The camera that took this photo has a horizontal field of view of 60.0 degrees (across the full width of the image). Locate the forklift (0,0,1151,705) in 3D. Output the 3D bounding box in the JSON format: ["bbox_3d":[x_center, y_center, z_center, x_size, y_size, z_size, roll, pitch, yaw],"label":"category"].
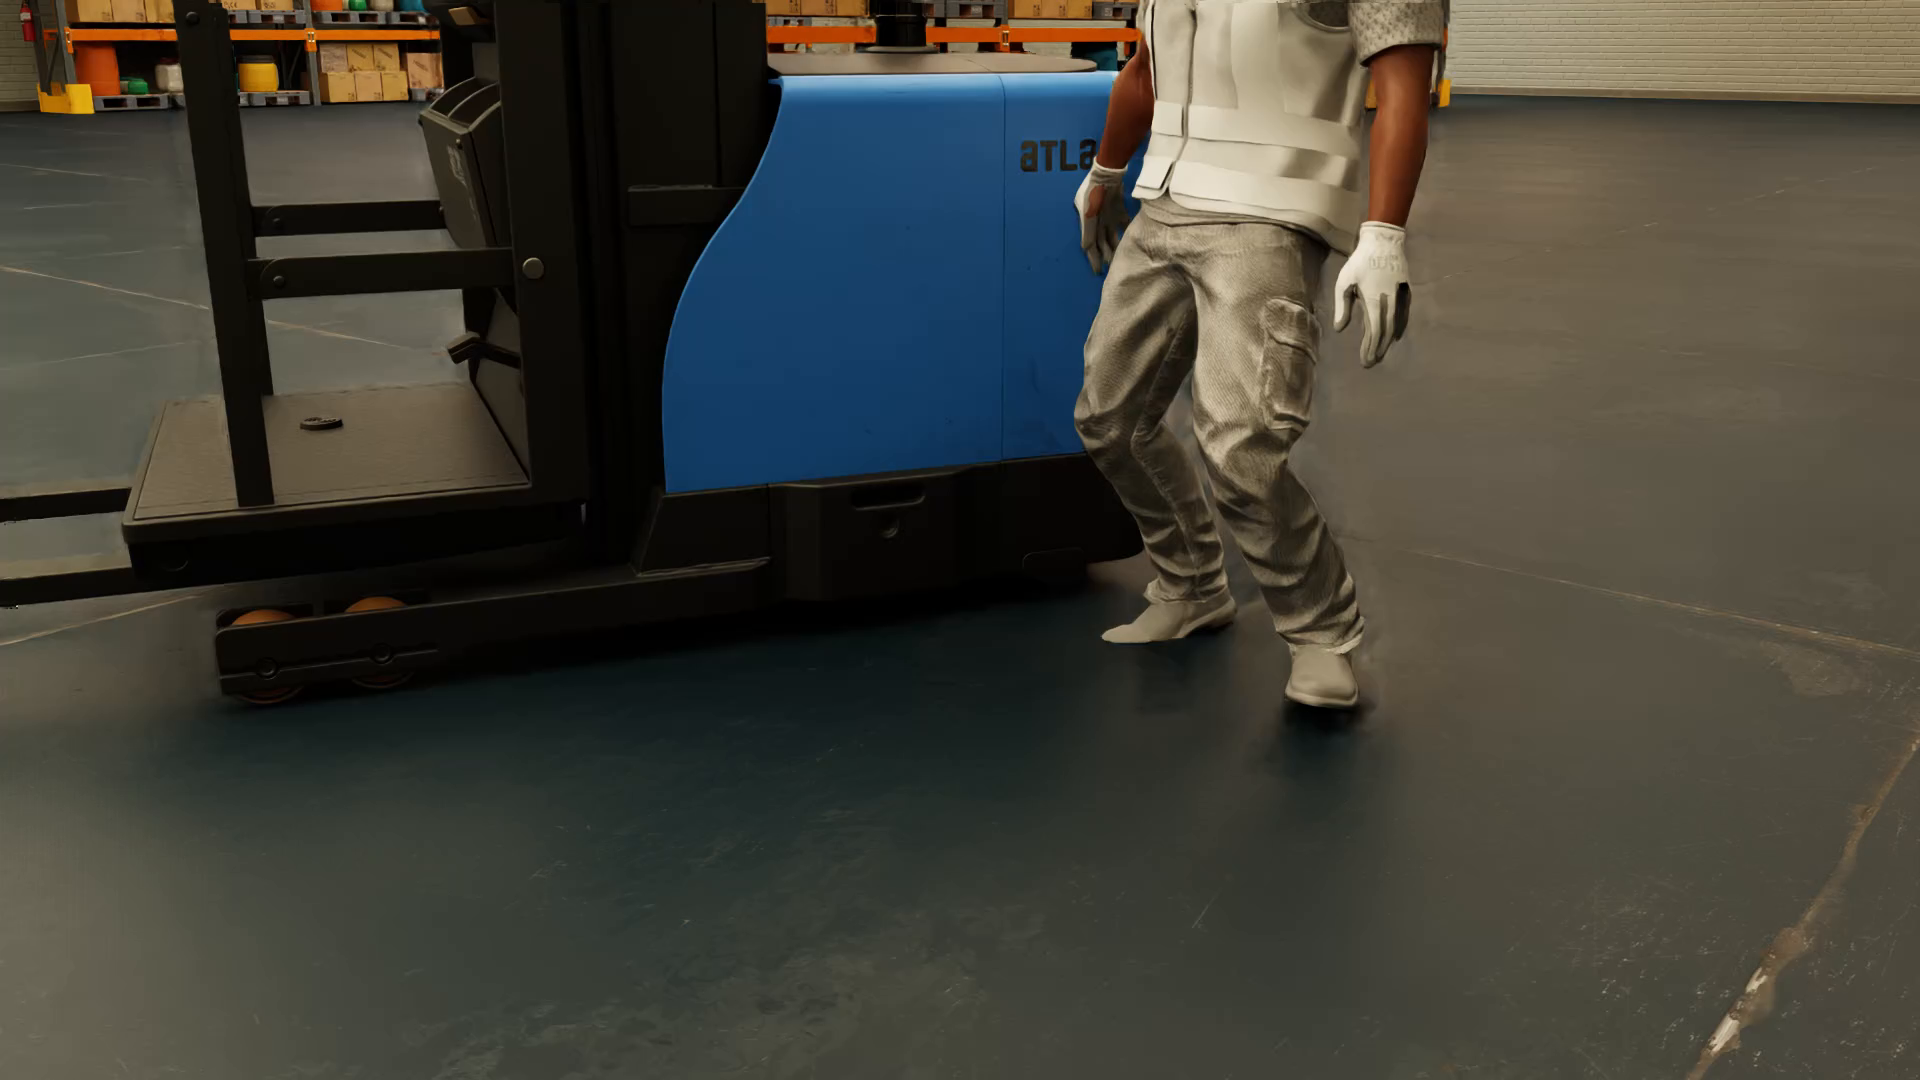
[{"bbox_3d":[-1.166,-1.282,3.120,3.031,2.935,1.130,-7,18,-21],"label":"forklift"}]

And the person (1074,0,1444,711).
[{"bbox_3d":[0.459,-0.557,2.930,0.398,1.746,0.894,-9,19,-26],"label":"person"}]
